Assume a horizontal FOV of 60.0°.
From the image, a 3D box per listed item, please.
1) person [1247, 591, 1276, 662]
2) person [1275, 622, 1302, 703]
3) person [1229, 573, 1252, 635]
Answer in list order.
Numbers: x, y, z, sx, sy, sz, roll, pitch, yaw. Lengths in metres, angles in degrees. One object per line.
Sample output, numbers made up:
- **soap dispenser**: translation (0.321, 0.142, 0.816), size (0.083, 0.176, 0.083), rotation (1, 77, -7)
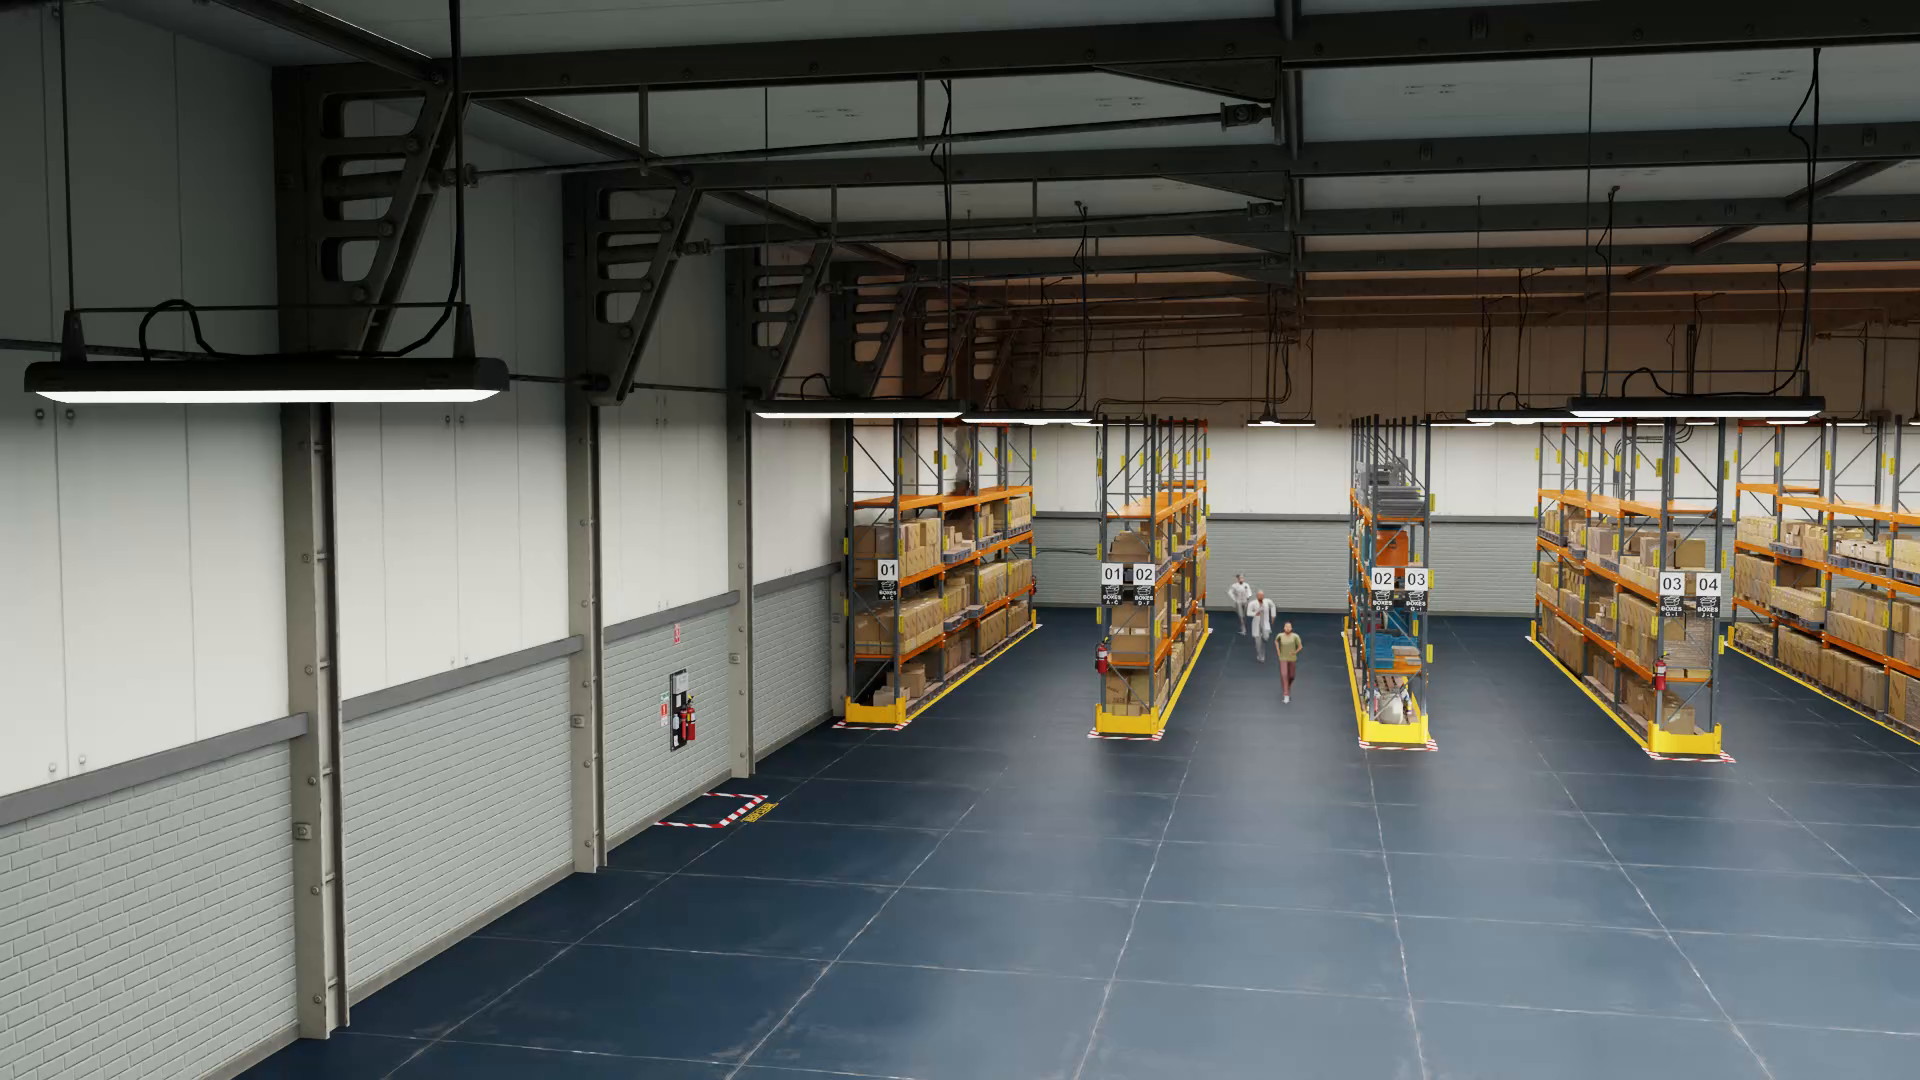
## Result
- **person**: translation (7.408, 2.116, 40.875), size (0.752, 1.768, 0.884), rotation (0, 4, 1)
- **person**: translation (6.967, 2.557, 35.218), size (0.546, 1.671, 1.070), rotation (0, 4, 5)
- **person**: translation (7.869, 1.778, 46.599), size (0.624, 1.707, 0.826), rotation (0, 4, -4)
